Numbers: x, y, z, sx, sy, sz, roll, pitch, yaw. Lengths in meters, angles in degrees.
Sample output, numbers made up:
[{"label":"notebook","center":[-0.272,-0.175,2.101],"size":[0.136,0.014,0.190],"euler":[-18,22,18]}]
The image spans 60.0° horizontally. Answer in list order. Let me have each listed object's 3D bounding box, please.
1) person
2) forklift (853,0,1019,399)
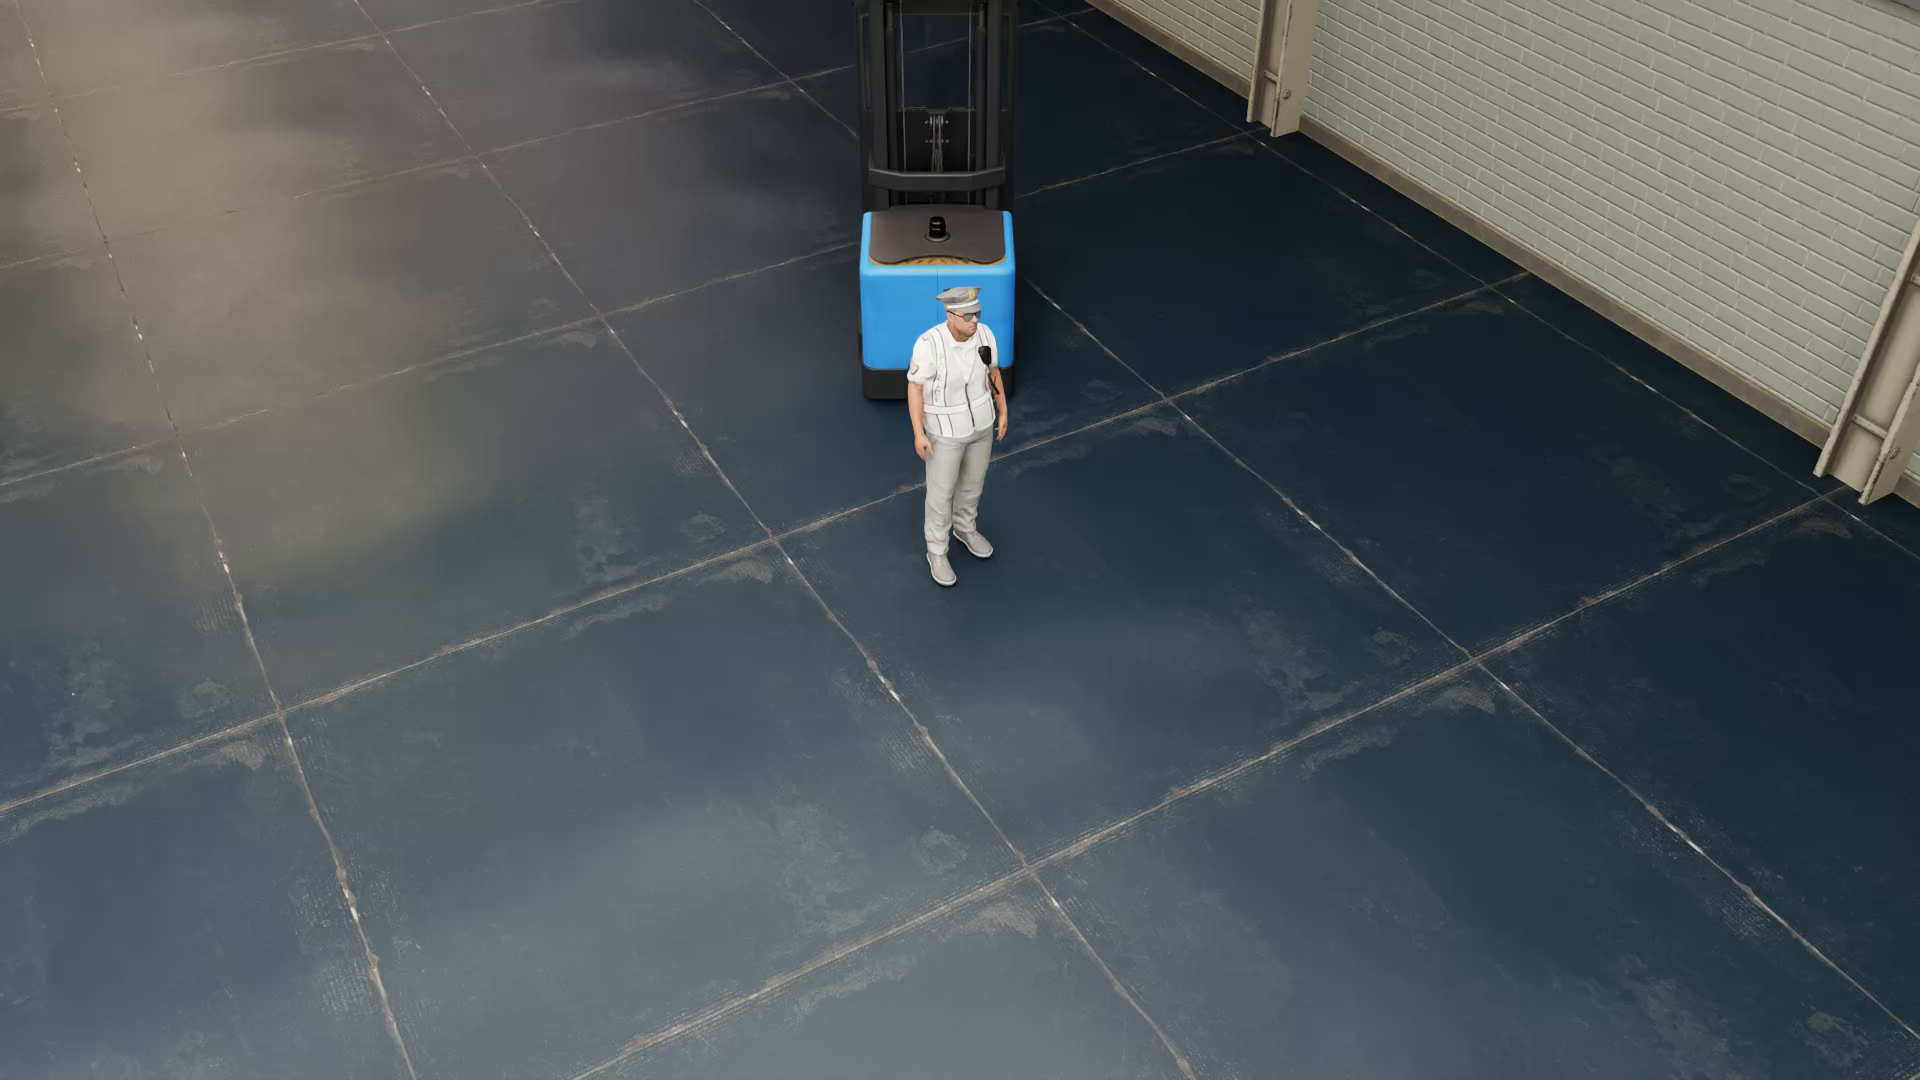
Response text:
[{"label":"person","center":[0.028,-0.646,9.702],"size":[0.640,1.778,0.574],"euler":[-20,44,-23]},{"label":"forklift","center":[-0.162,-3.006,11.661],"size":[1.130,2.935,3.031],"euler":[0,40,-1]}]
